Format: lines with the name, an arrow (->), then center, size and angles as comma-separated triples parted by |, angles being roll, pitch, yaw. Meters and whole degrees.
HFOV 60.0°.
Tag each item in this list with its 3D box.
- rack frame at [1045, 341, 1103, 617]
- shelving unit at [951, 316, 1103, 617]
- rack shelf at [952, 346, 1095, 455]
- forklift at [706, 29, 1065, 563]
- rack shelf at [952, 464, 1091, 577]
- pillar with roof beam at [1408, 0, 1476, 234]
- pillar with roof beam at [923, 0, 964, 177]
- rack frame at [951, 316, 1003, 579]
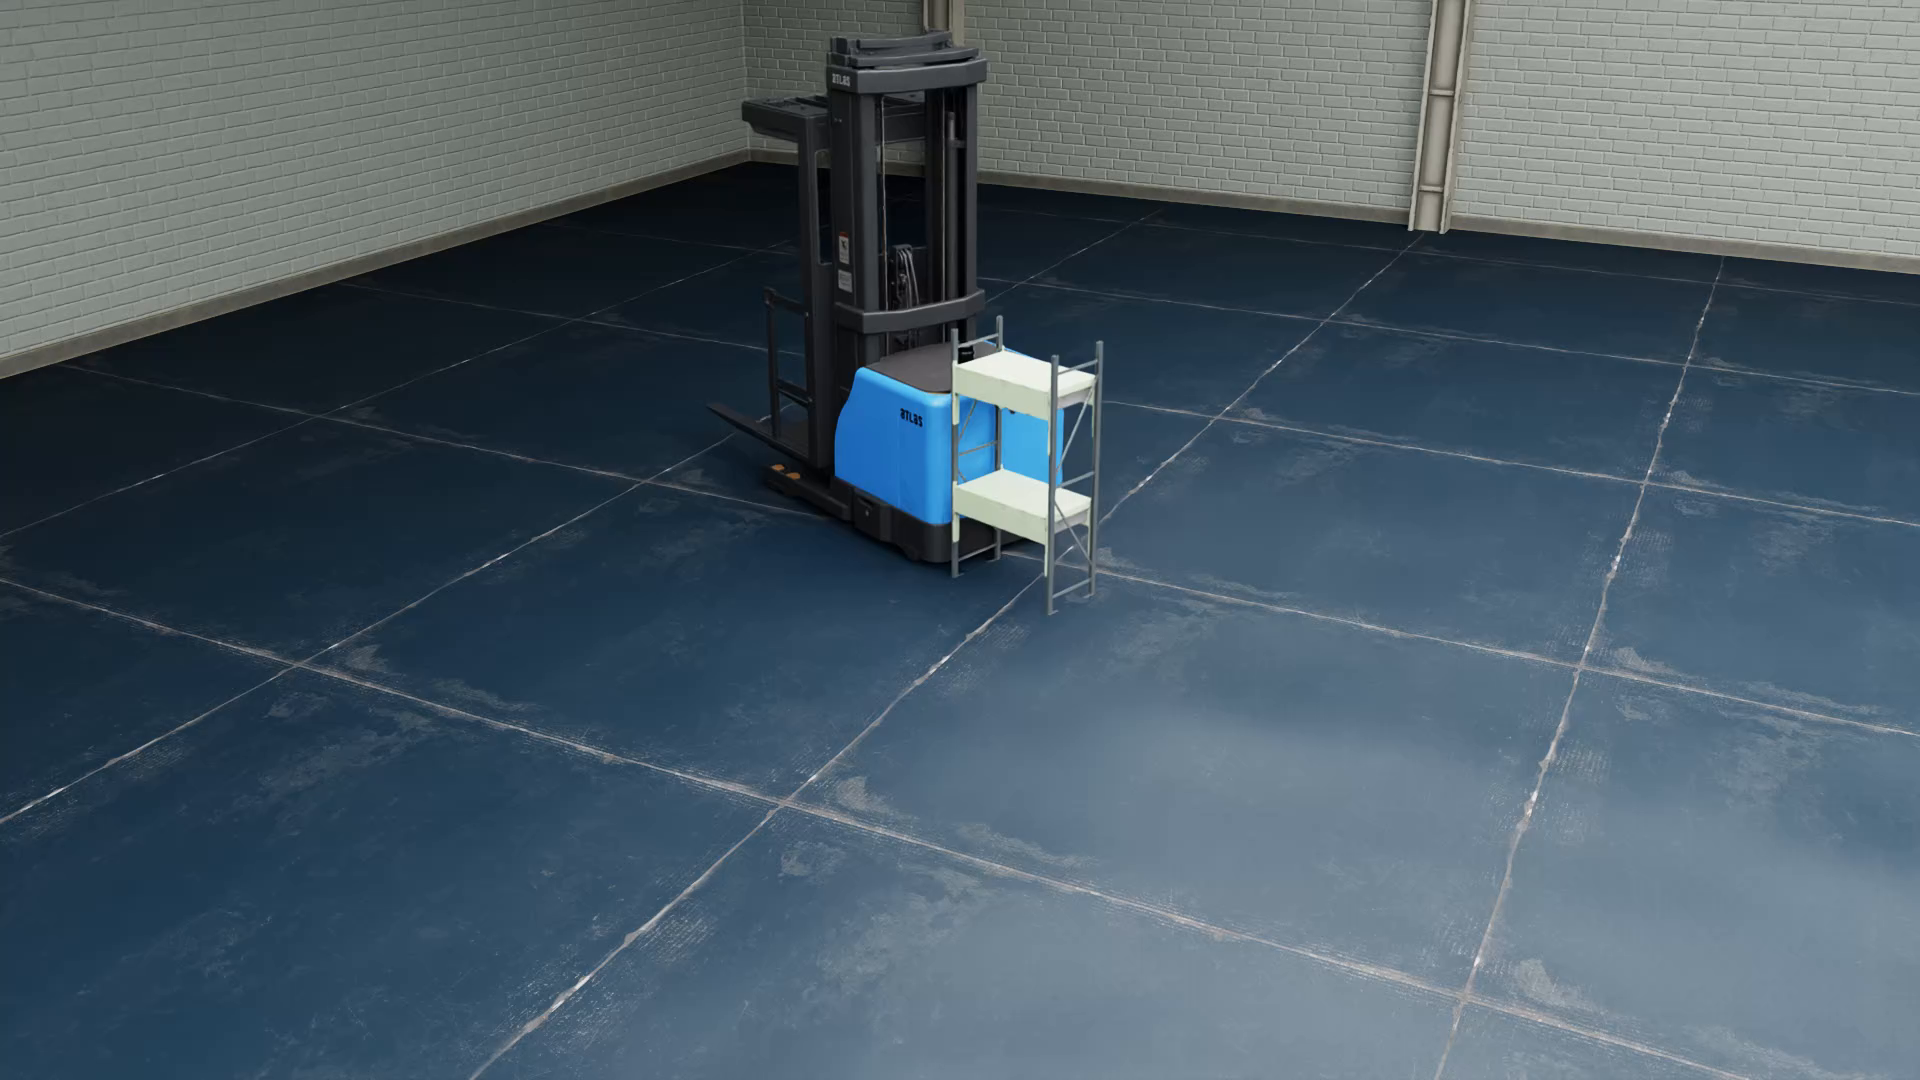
rack frame -> 0.623, -0.321, 9.088 | 0.023, 1.500, 0.400 | 21, 31, 40
shelving unit -> 0.360, -0.421, 9.322 | 0.755, 1.500, 0.431 | 21, 31, 40
rack shelf -> 0.360, -0.780, 9.170 | 0.720, 0.370, 0.431 | 21, 31, 40
forklift -> -0.650, -1.727, 10.566 | 1.130, 2.935, 3.031 | -17, 28, -34
rack shelf -> 0.360, -0.120, 9.450 | 0.720, 0.370, 0.431 | 21, 31, 40
pillar with roof beam -> 3.214, -6.057, 12.993 | 0.400, 9.000, 9.100 | 11, 25, 25
pillar with roof beam -> -2.141, -7.116, 15.485 | 0.400, 9.000, 9.100 | 11, 25, 25
rack frame -> 0.096, -0.520, 9.556 | 0.023, 1.500, 0.400 | 21, 31, 40
